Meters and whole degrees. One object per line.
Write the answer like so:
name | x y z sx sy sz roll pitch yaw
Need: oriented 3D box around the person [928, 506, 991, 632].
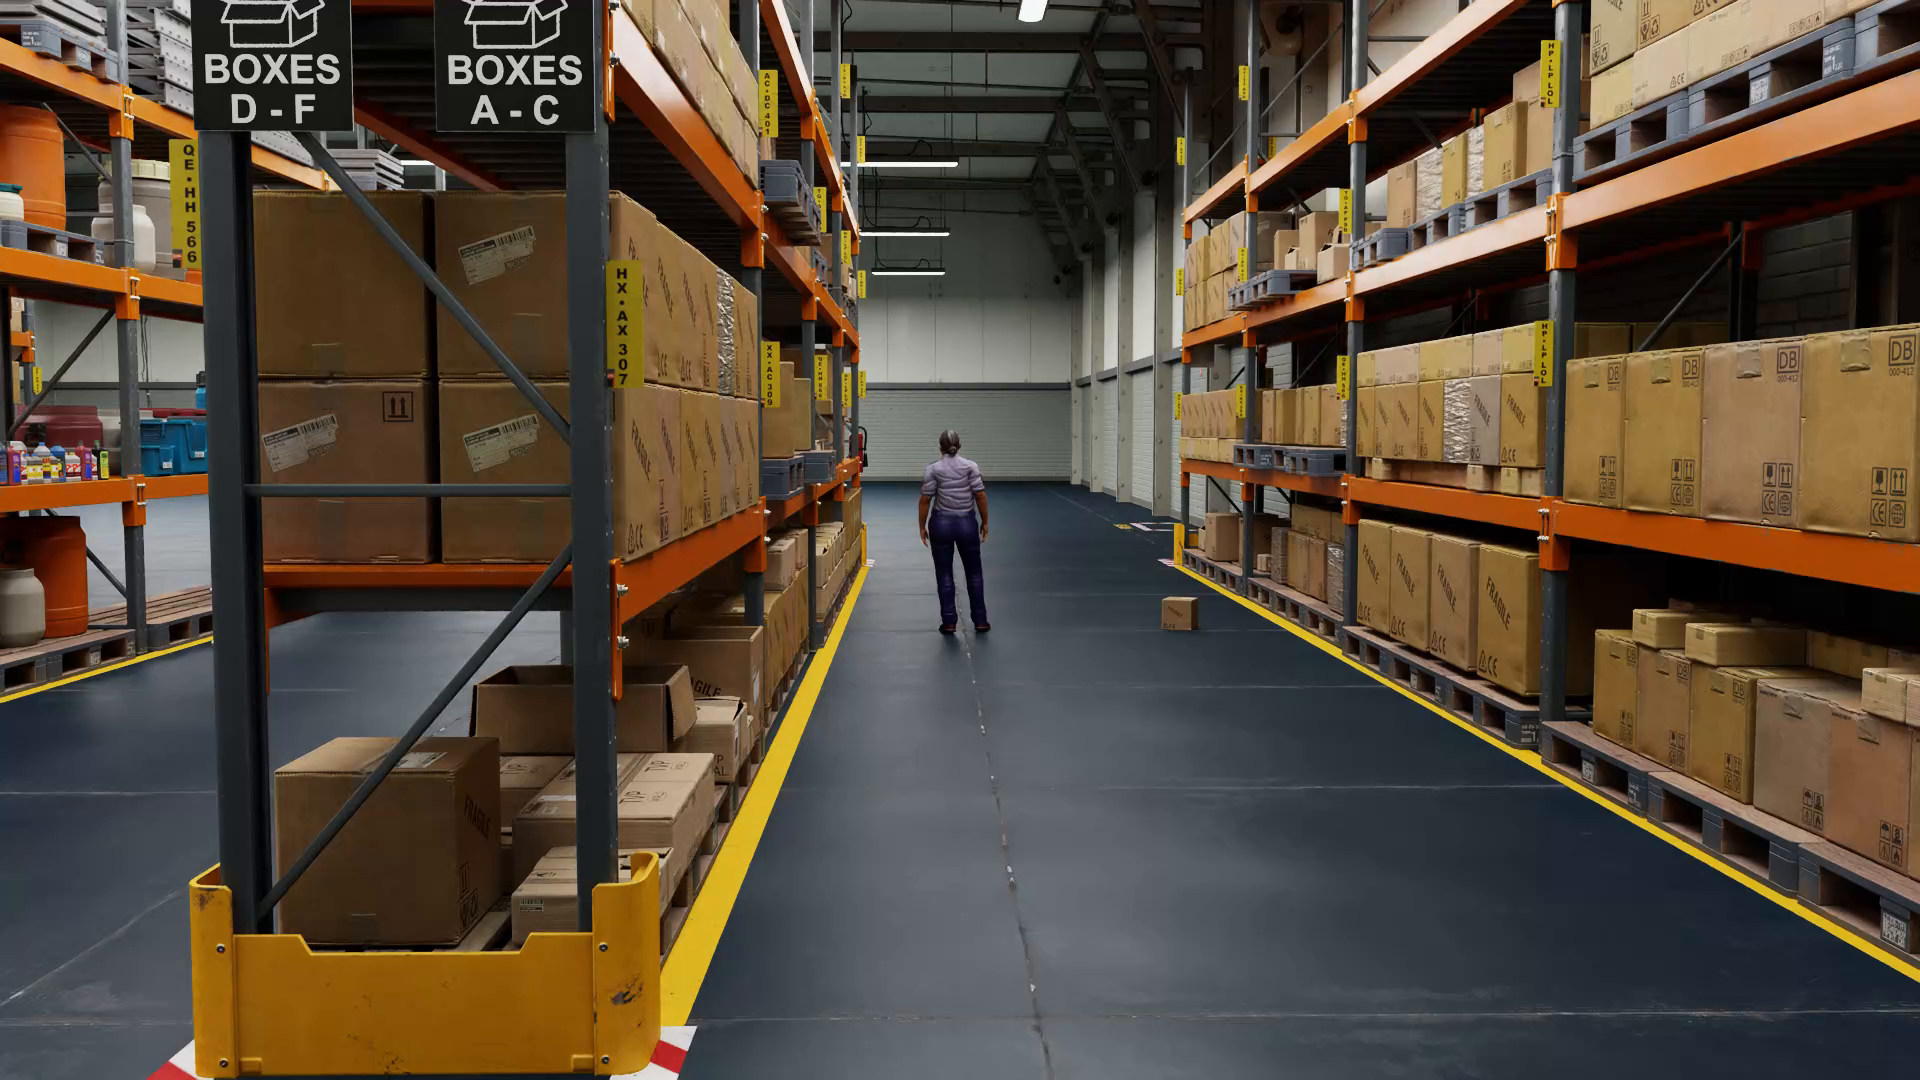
person | 0.000 0.235 13.594 0.525 1.029 0.500 0 4 -2
